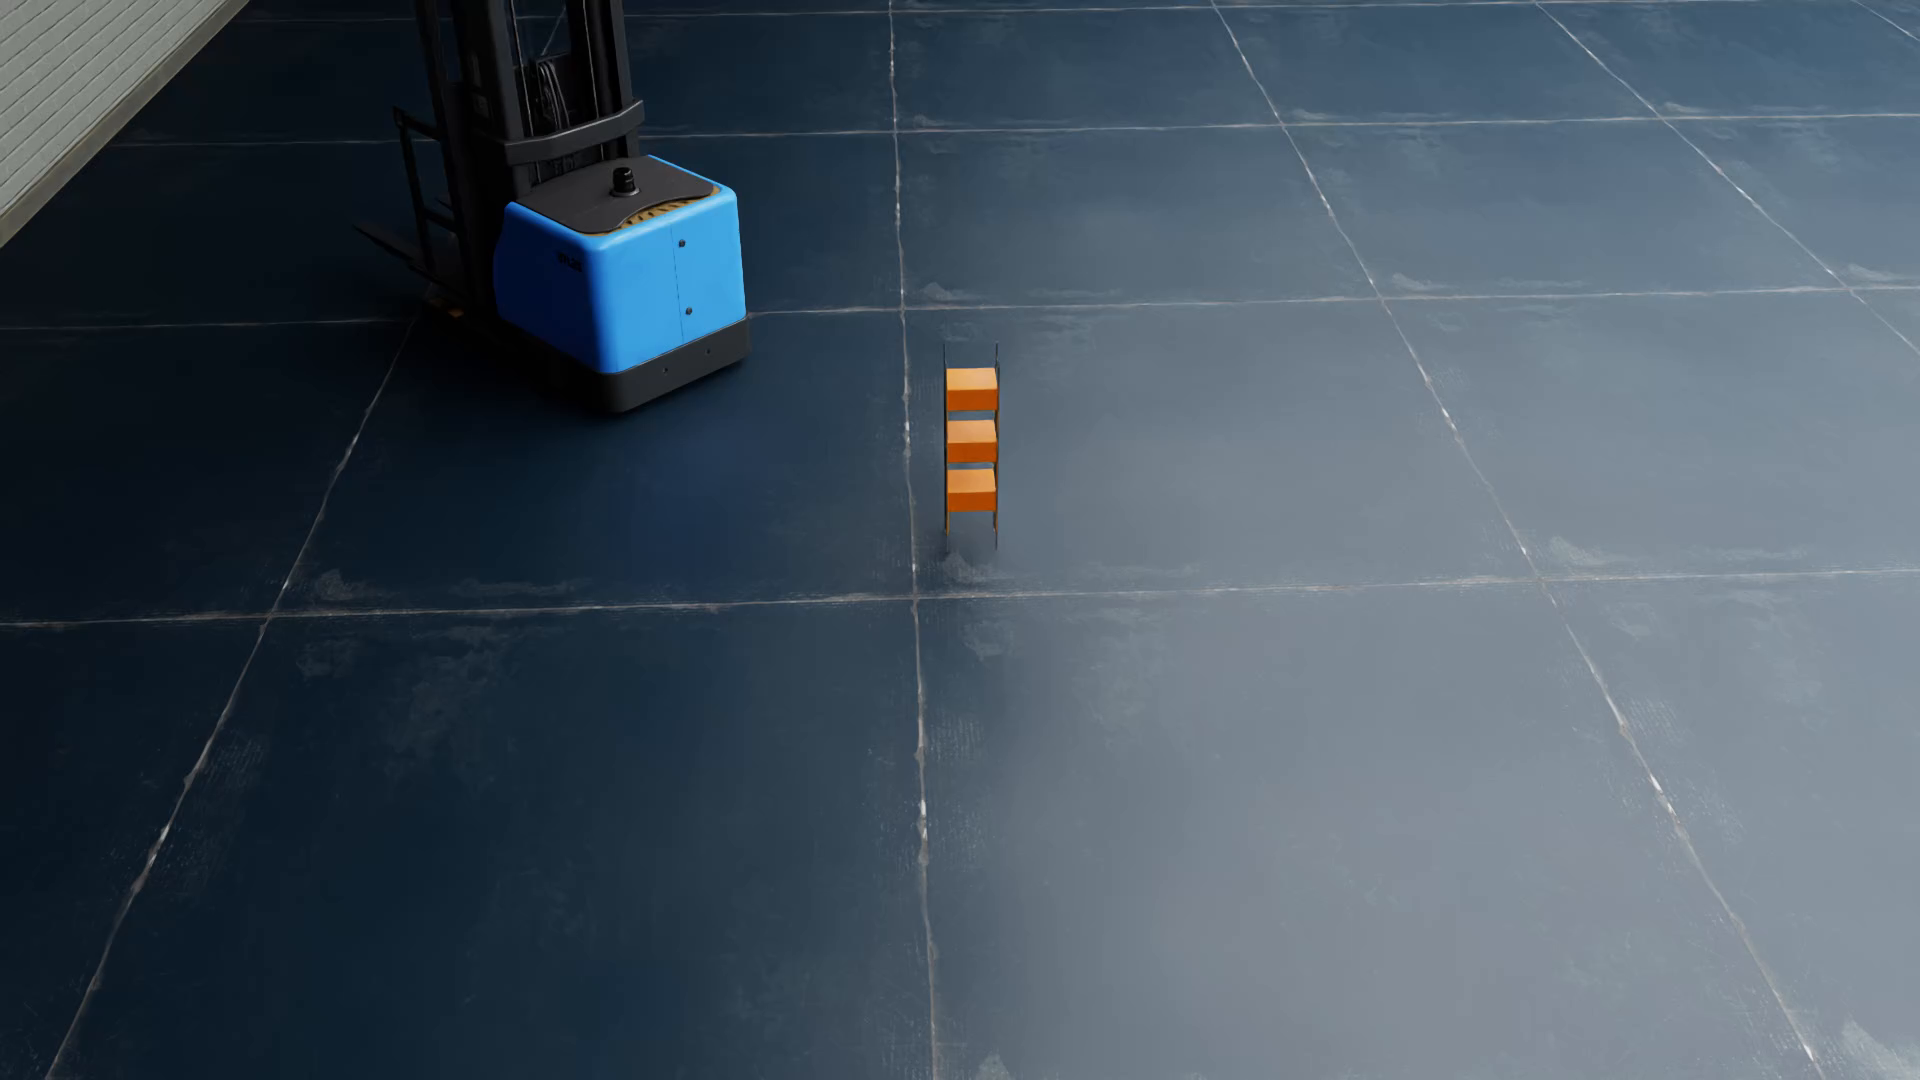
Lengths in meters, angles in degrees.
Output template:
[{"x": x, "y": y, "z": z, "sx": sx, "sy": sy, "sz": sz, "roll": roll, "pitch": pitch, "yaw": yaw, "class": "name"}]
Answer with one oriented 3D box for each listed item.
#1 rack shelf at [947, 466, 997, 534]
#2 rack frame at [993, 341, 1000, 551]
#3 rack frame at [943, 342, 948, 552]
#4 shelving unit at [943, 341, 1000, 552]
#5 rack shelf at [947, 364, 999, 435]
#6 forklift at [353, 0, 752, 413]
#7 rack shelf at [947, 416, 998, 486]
[{"x": 0.053, "y": -0.196, "z": 8.118, "sx": 0.240, "sy": 0.259, "sz": 0.215, "roll": -2, "pitch": 35, "yaw": -2, "class": "rack shelf"}, {"x": 0.175, "y": -0.436, "z": 7.958, "sx": 0.008, "sy": 1.050, "sz": 0.200, "roll": -2, "pitch": 35, "yaw": -2, "class": "rack frame"}, {"x": -0.068, "y": -0.430, "z": 7.949, "sx": 0.008, "sy": 1.050, "sz": 0.200, "roll": -2, "pitch": 35, "yaw": -2, "class": "rack frame"}, {"x": 0.053, "y": -0.433, "z": 7.953, "sx": 0.252, "sy": 1.050, "sz": 0.215, "roll": -2, "pitch": 35, "yaw": -2, "class": "shelving unit"}, {"x": 0.053, "y": -0.658, "z": 7.798, "sx": 0.240, "sy": 0.259, "sz": 0.215, "roll": -2, "pitch": 35, "yaw": -2, "class": "rack shelf"}, {"x": -2.632, "y": -2.628, "z": 9.472, "sx": 3.031, "sy": 2.935, "sz": 1.130, "roll": 28, "pitch": 44, "yaw": 34, "class": "forklift"}, {"x": 0.053, "y": -0.424, "z": 7.959, "sx": 0.240, "sy": 0.259, "sz": 0.215, "roll": -2, "pitch": 35, "yaw": -2, "class": "rack shelf"}]
